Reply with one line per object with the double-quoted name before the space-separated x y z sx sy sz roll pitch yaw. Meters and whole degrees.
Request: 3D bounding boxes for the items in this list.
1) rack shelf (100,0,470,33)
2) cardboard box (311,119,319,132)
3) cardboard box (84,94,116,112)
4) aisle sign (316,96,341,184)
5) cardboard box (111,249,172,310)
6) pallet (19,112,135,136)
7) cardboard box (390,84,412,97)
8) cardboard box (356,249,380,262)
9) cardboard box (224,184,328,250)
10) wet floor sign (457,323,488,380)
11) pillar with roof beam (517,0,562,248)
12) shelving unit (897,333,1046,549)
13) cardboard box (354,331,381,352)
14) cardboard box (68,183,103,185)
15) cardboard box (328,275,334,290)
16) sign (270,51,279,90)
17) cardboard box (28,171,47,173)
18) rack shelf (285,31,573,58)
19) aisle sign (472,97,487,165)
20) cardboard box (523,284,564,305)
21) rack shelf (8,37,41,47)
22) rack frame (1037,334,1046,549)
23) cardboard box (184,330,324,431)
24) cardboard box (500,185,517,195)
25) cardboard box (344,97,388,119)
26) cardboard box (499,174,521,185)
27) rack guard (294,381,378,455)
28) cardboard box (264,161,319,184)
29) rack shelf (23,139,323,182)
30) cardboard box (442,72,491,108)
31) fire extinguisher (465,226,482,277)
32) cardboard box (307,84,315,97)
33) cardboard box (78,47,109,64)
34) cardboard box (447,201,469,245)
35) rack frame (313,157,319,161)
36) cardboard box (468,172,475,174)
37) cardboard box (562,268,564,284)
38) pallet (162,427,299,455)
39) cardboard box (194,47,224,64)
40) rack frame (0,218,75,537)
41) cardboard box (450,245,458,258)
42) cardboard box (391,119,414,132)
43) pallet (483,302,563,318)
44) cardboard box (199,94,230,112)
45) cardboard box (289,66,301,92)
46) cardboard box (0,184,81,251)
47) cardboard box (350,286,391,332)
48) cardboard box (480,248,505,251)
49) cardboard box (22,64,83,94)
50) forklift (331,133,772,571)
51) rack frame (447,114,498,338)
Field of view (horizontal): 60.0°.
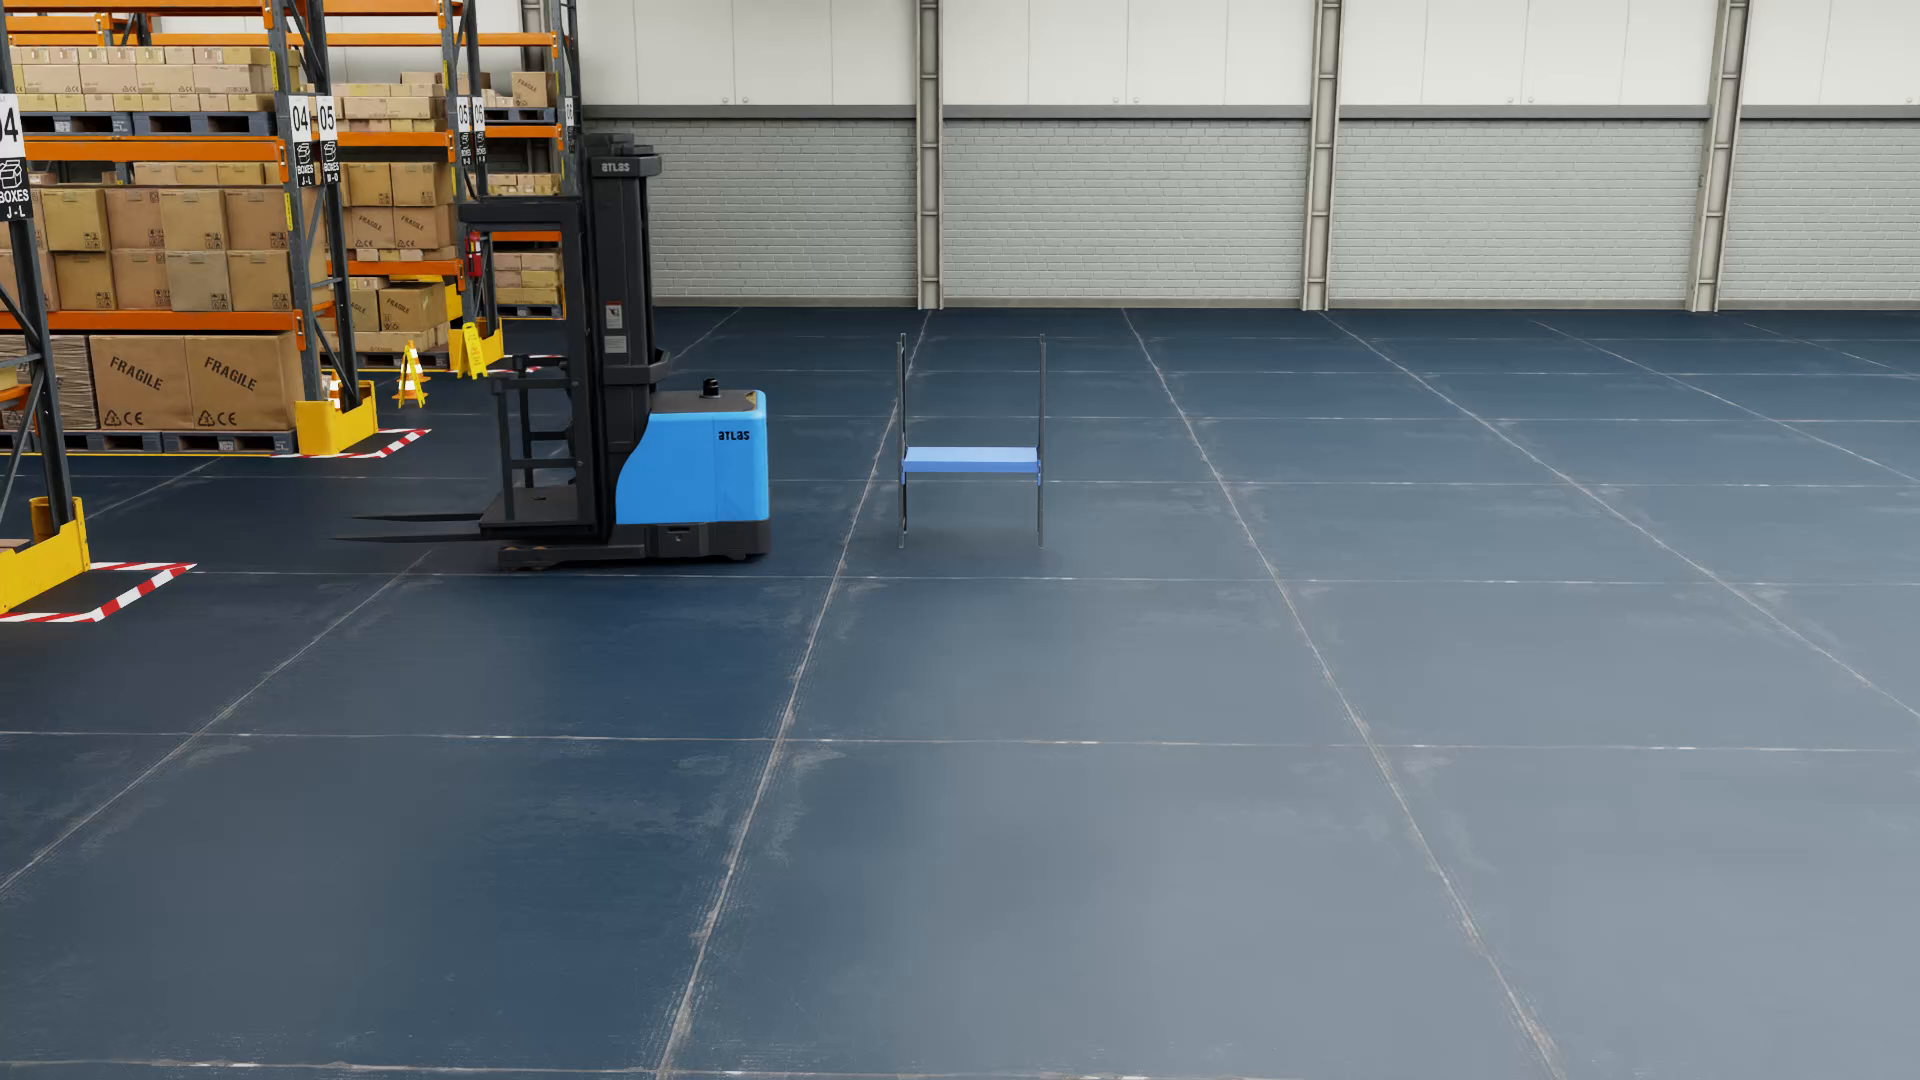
"rack shelf" -7.910 -6.206 19.638 4.000 0.370 1.077 0 15 1
"cardboard box" -7.554 -4.917 19.709 0.250 0.149 0.380 0 15 0
"cardboard box" -7.547 -3.883 14.770 0.250 0.149 0.380 0 15 2
"aisle sign" -5.857 -3.711 15.432 0.004 0.787 0.394 0 15 1
"cardboard box" -7.415 -2.476 15.549 0.550 0.550 0.875 0 15 1
"pallet" -7.900 -3.795 15.139 1.213 0.211 1.003 0 15 1
"cardboard box" -6.513 -5.294 19.576 0.250 0.149 0.380 1 15 2
"cardboard box" -7.060 -3.442 20.000 0.250 0.149 0.380 1 15 2
"cardboard box" -6.306 -2.985 15.365 0.550 0.550 0.875 0 15 1
"wet floor sign" -5.748 -2.229 19.523 0.232 0.644 0.267 6 16 21
"pillar with roof beam" -6.570 -6.945 21.022 0.400 9.000 9.100 0 15 1
"shelving unit" 0.085 -0.725 12.147 1.048 1.500 0.538 0 15 1
"cardboard box" -7.243 -2.457 20.340 0.500 0.250 0.500 0 15 2
"cardboard box" -10.871 -4.142 20.557 0.500 0.500 0.500 0 15 2
"cardboard box" -7.601 -3.120 20.110 0.250 0.149 0.380 1 15 4
"sign" -5.964 -4.080 14.465 0.005 0.325 0.100 0 15 1
"cardboard box" -11.459 -4.450 20.455 0.250 0.149 0.380 1 15 5
"rack shelf" -7.787 -7.280 24.487 4.000 0.370 1.077 0 15 1
"aisle sign" -5.841 -4.977 20.229 0.004 0.787 0.394 0 15 1
"cardboard box" -6.265 -3.703 25.064 0.500 0.250 0.500 0 15 2
"rack shelf" -15.784 -7.332 24.685 4.000 0.370 1.077 0 15 1
"rack frame" 0.593 -0.721 12.134 0.032 1.500 0.500 0 15 1
"cardboard box" -6.615 -1.542 15.645 0.875 0.875 0.875 0 15 2
"cardboard box" -6.655 -5.211 24.746 0.250 0.149 0.380 1 15 2
"cardboard box" -6.931 -5.105 19.639 0.500 0.250 0.500 0 15 1
"cardboard box" -6.660 -5.350 24.688 0.250 0.149 0.380 1 15 3
"rack guard" -5.912 -1.170 15.793 0.348 0.500 1.175 0 15 1
"cardboard box" -7.940 -4.286 19.965 0.500 0.500 0.700 0 15 1
"rack shelf" -7.935 -3.494 15.233 4.000 0.370 1.077 0 15 1
"cardboard box" -7.257 -6.630 24.496 0.500 0.500 0.700 0 15 2
"fire extinguisher" -5.808 -3.486 19.824 0.183 0.674 0.296 0 15 1
"cardboard box" -7.526 -5.318 19.666 0.250 0.149 0.380 0 15 0
"cardboard box" -7.552 -4.268 14.668 0.250 0.149 0.380 0 15 1
"cardboard box" -6.377 -3.907 20.491 0.500 0.500 0.500 0 15 1
"rack frame" -9.786 -4.933 25.159 0.127 3.000 1.000 0 15 1
"cardboard box" -7.414 -5.506 25.278 0.250 0.149 0.380 0 15 0
"cardboard box" -6.252 -4.079 25.506 0.500 0.250 0.500 1 15 2
"pallet" -6.737 -1.015 15.775 1.213 0.211 1.003 0 15 1
"cardboard box" -6.531 -4.262 14.644 0.250 0.149 0.380 0 15 2
"rack frame" -6.164 -1.114 10.683 0.127 3.000 1.000 0 15 1
"cardboard box" -6.245 -3.575 20.503 0.250 0.149 0.380 0 15 2
"cardboard box" -6.524 -4.895 19.624 0.250 0.149 0.380 0 15 2
"pallet" -6.553 -3.553 25.394 1.213 0.211 1.003 0 15 1
"cardboard box" -6.529 -3.876 14.746 0.250 0.149 0.380 0 15 2
"cardboard box" -6.412 -4.220 15.267 0.500 0.250 0.500 0 15 1
"cardboard box" -8.477 -2.975 15.327 0.550 0.550 0.875 0 15 1
"cardboard box" -7.240 -2.819 20.241 0.500 0.500 0.500 1 15 4
"cardboard box" -7.262 -4.324 25.456 0.500 0.250 0.500 0 15 1
"cardboard box" -7.938 -4.094 14.788 0.500 0.250 0.500 1 15 2
"forklift" -2.890 -1.342 11.681 3.031 2.935 1.130 -2 15 -6
"rack frame" -5.910 -3.641 20.262 0.127 3.000 1.000 0 15 1
